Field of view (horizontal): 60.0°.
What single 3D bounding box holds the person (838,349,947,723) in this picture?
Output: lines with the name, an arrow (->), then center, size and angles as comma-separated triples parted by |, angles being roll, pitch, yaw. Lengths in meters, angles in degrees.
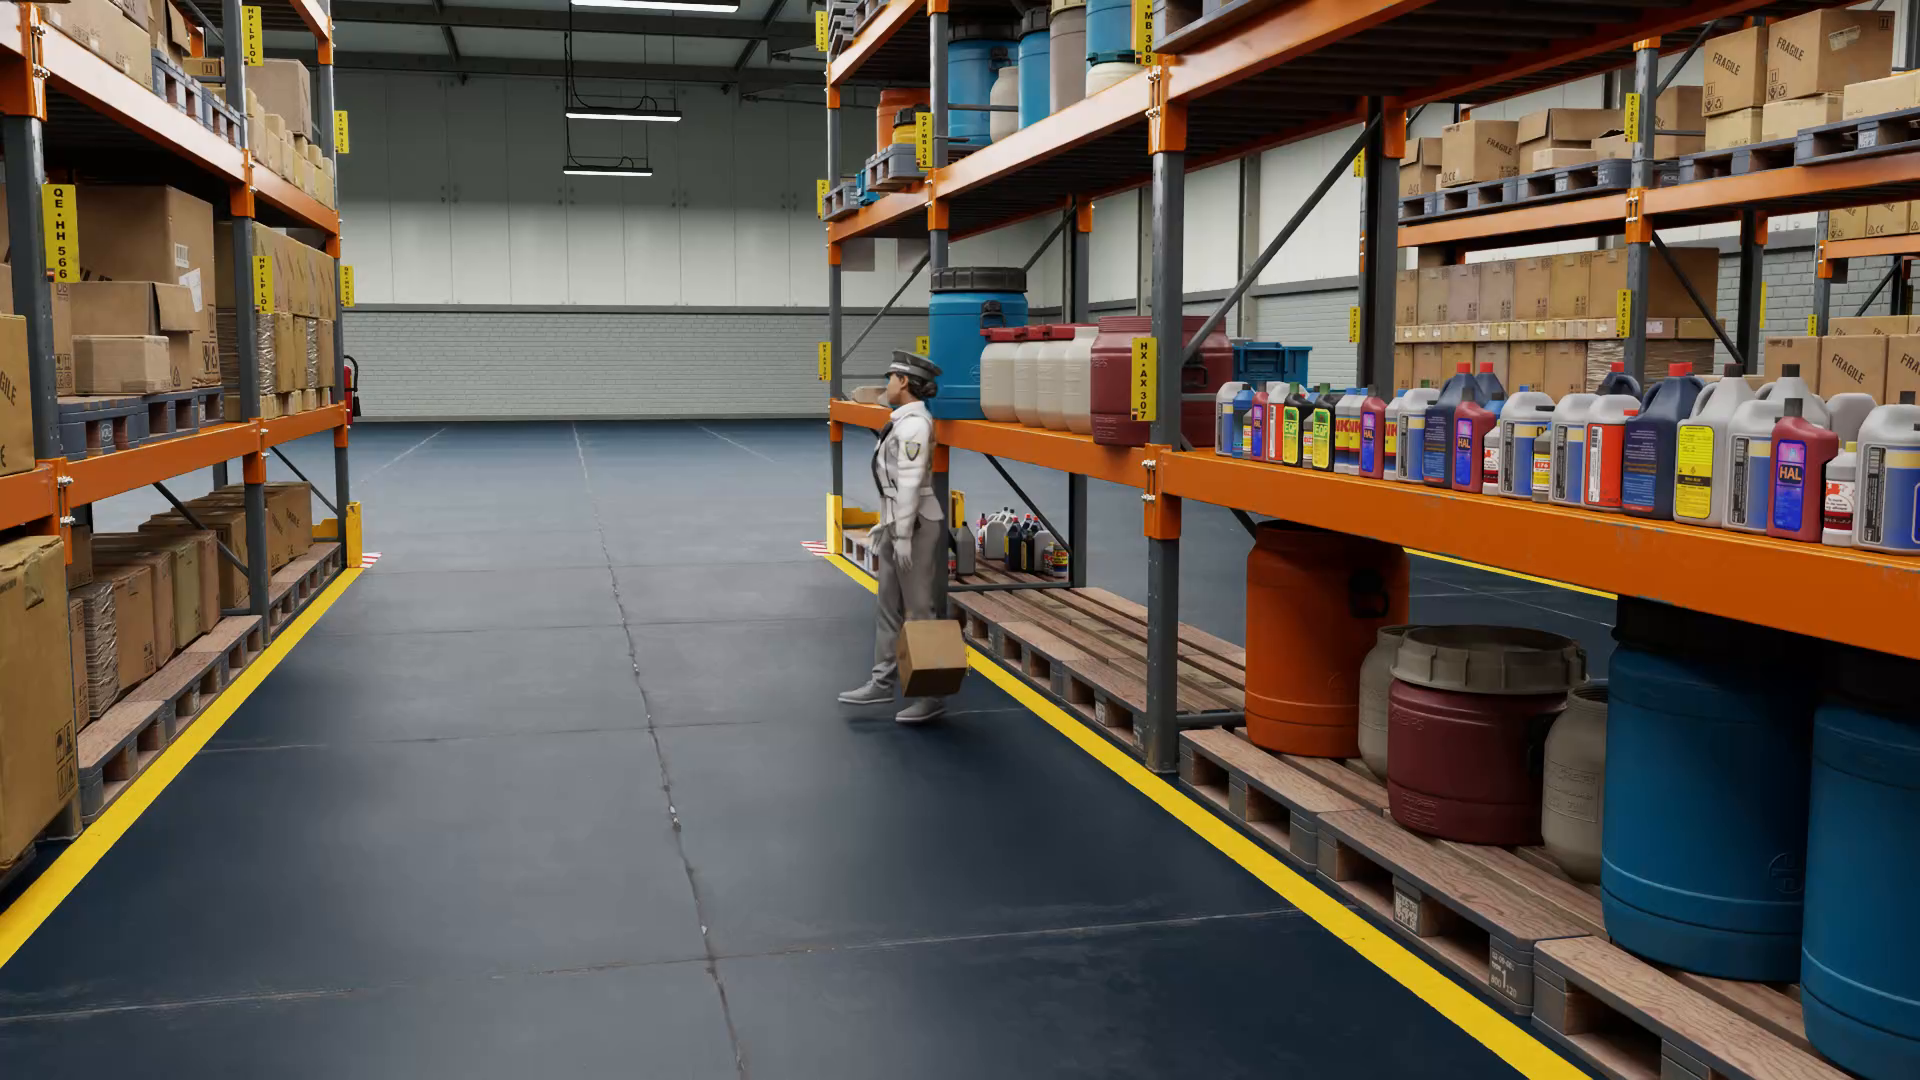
person -> -0.312, -0.028, 7.646 | 0.501, 1.689, 0.522 | -1, 6, -8
